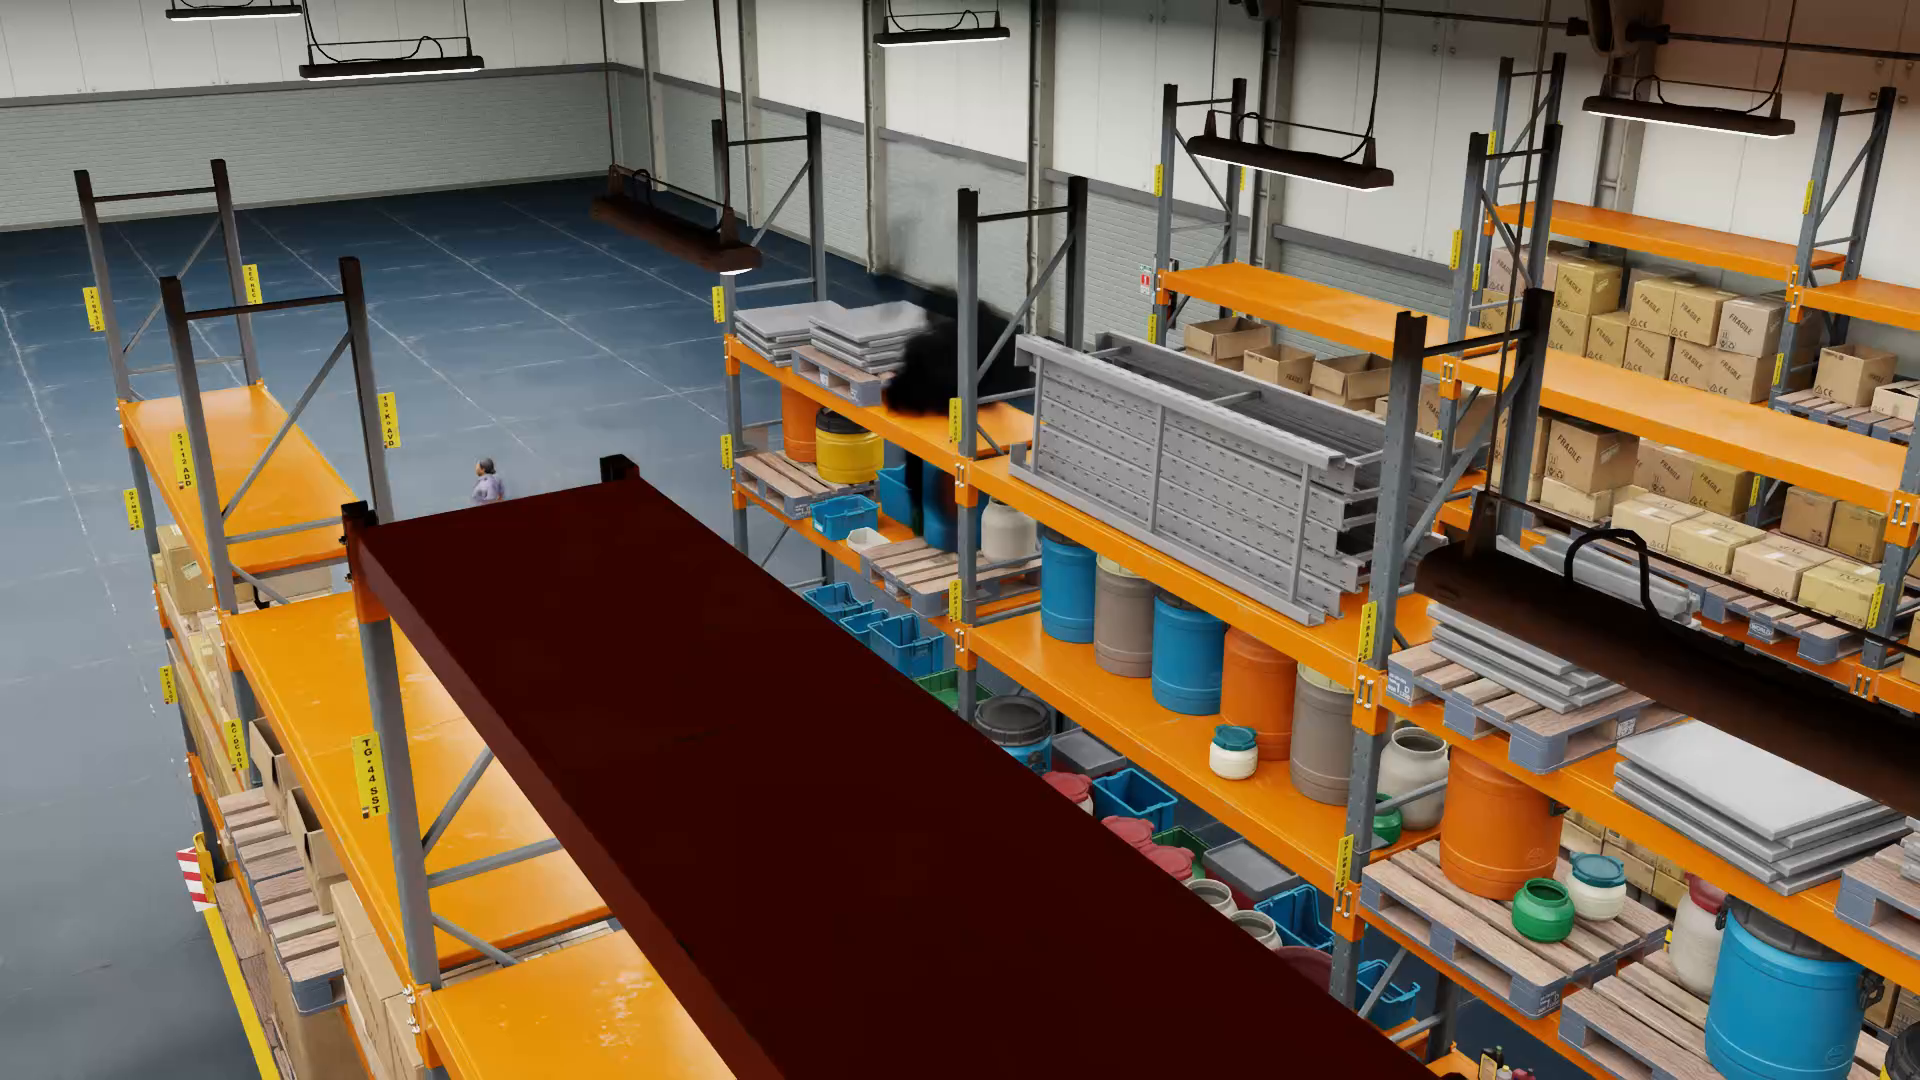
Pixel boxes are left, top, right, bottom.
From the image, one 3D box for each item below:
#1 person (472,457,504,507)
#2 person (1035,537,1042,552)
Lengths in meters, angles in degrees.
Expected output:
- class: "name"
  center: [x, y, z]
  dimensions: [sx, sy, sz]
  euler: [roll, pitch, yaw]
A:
- class: "person"
  center: [-5.585, -0.206, 19.791]
  dimensions: [0.502, 1.609, 0.605]
  euler: [0, 22, 0]
- class: "person"
  center: [0.638, -0.368, 19.925]
  dimensions: [0.894, 1.801, 0.698]
  euler: [1, 22, 2]
